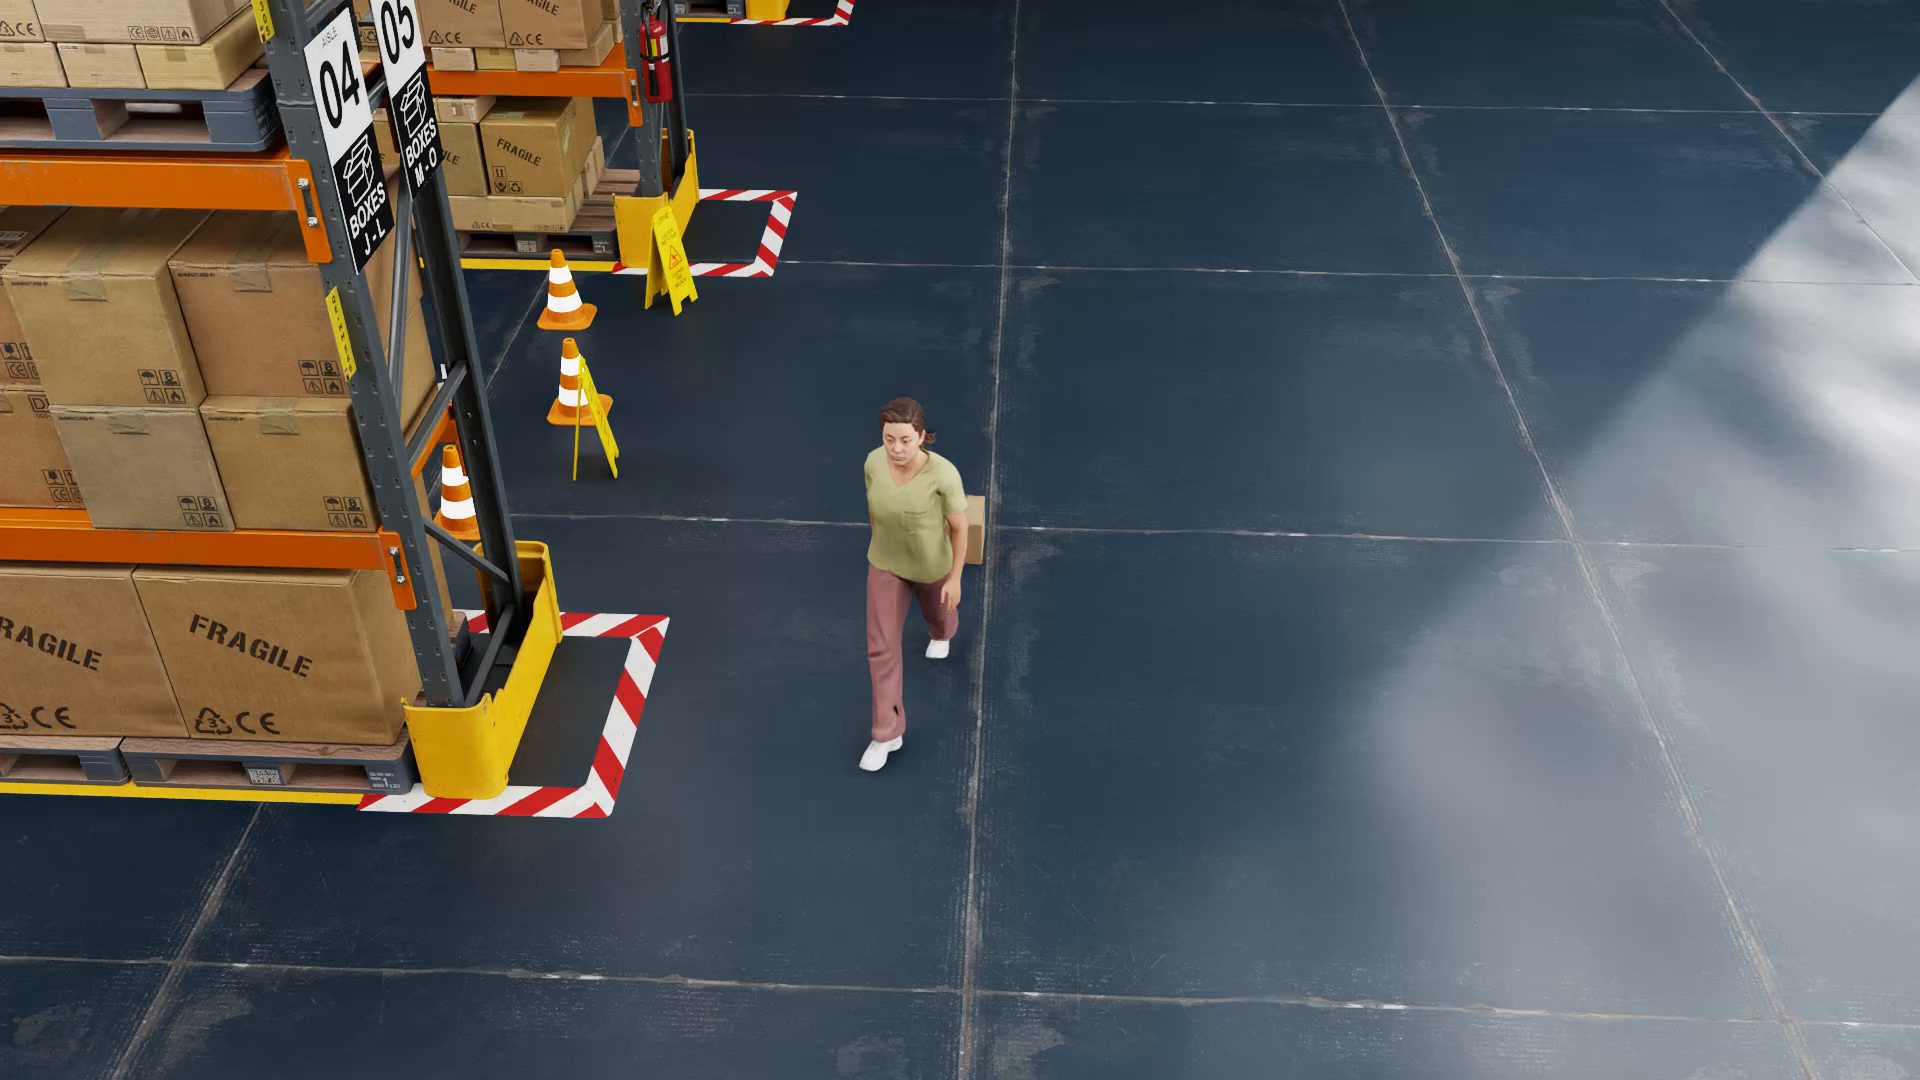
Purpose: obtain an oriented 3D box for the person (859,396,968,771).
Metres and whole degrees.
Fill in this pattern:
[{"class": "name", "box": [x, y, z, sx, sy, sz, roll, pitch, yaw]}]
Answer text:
[{"class": "person", "box": [-0.184, 0.089, 7.013, 0.464, 1.615, 1.053, 8, 37, 11]}]
